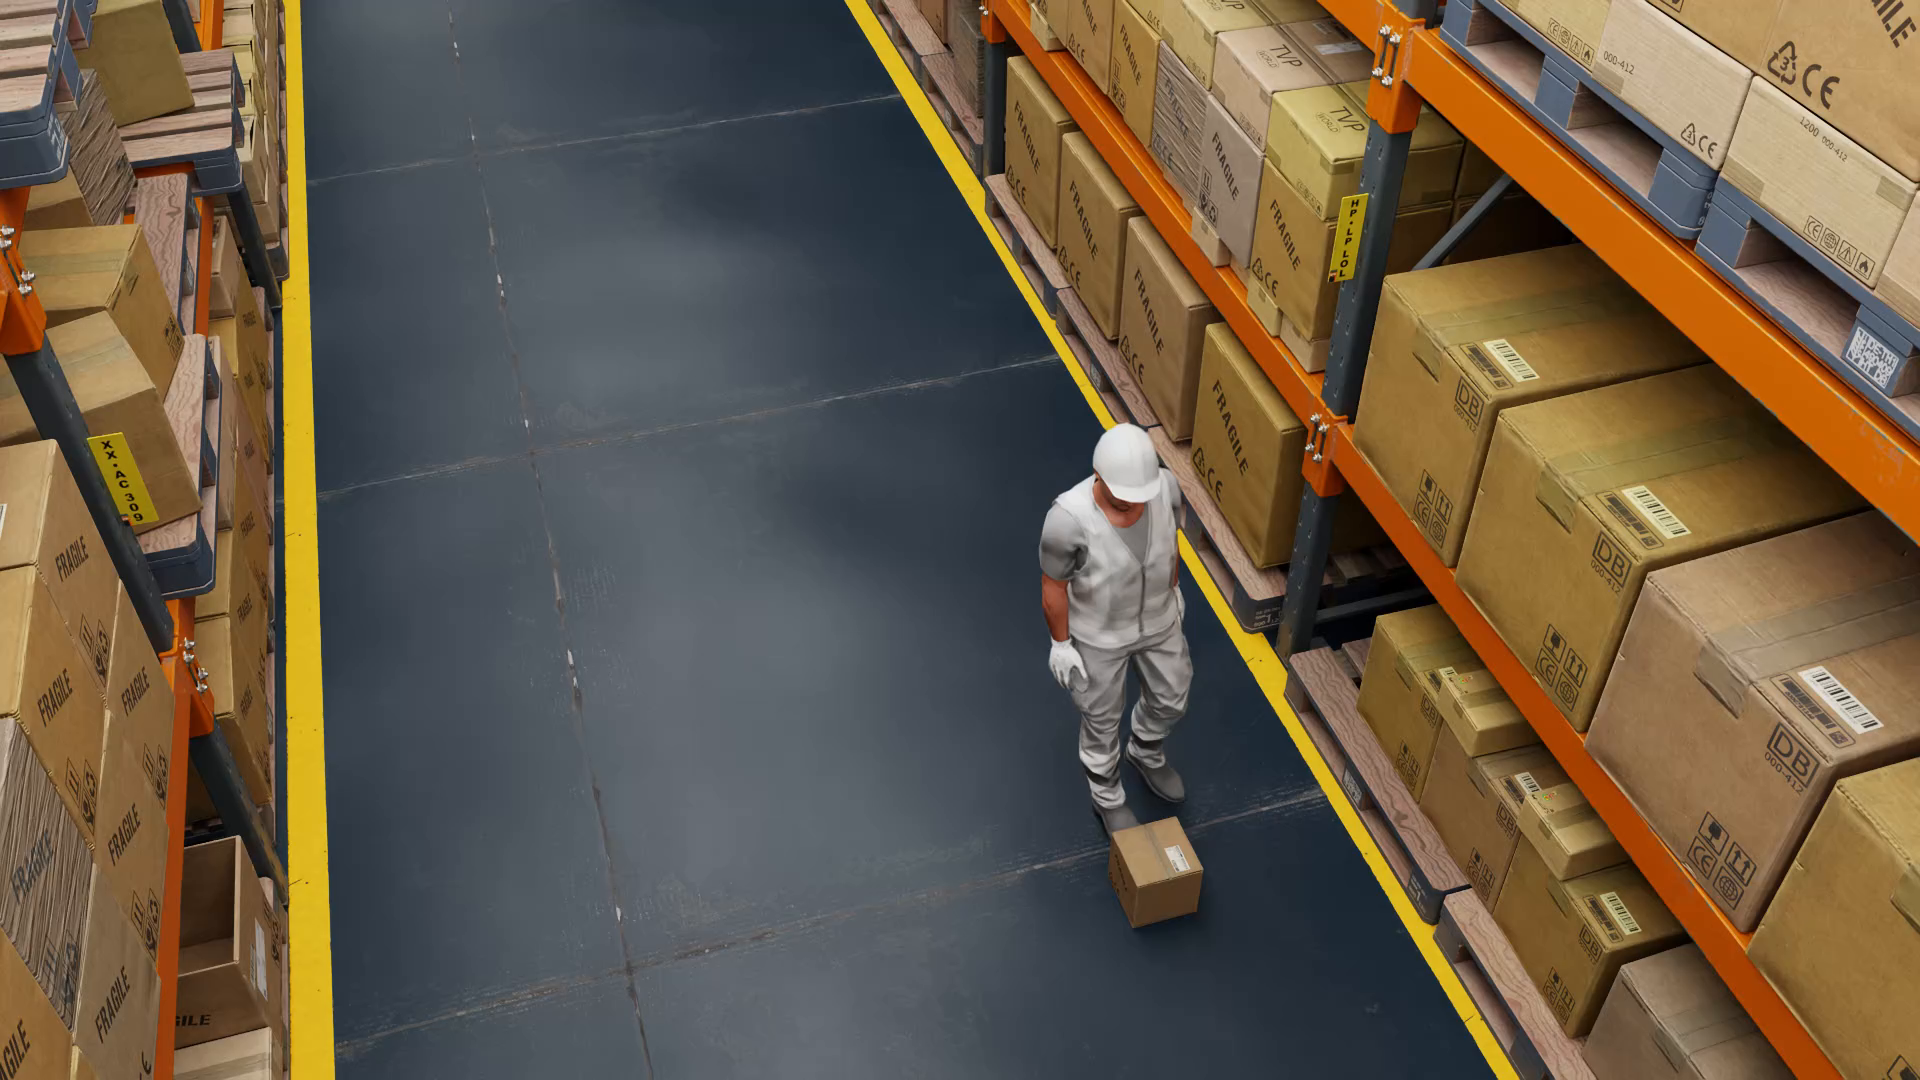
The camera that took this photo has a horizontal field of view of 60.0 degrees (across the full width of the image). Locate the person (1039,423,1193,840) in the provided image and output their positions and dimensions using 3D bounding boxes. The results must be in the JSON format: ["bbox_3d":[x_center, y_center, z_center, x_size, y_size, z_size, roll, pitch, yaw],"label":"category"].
[{"bbox_3d":[0.589,0.352,5.741,0.586,1.818,0.480,-17,45,-18],"label":"person"}]
